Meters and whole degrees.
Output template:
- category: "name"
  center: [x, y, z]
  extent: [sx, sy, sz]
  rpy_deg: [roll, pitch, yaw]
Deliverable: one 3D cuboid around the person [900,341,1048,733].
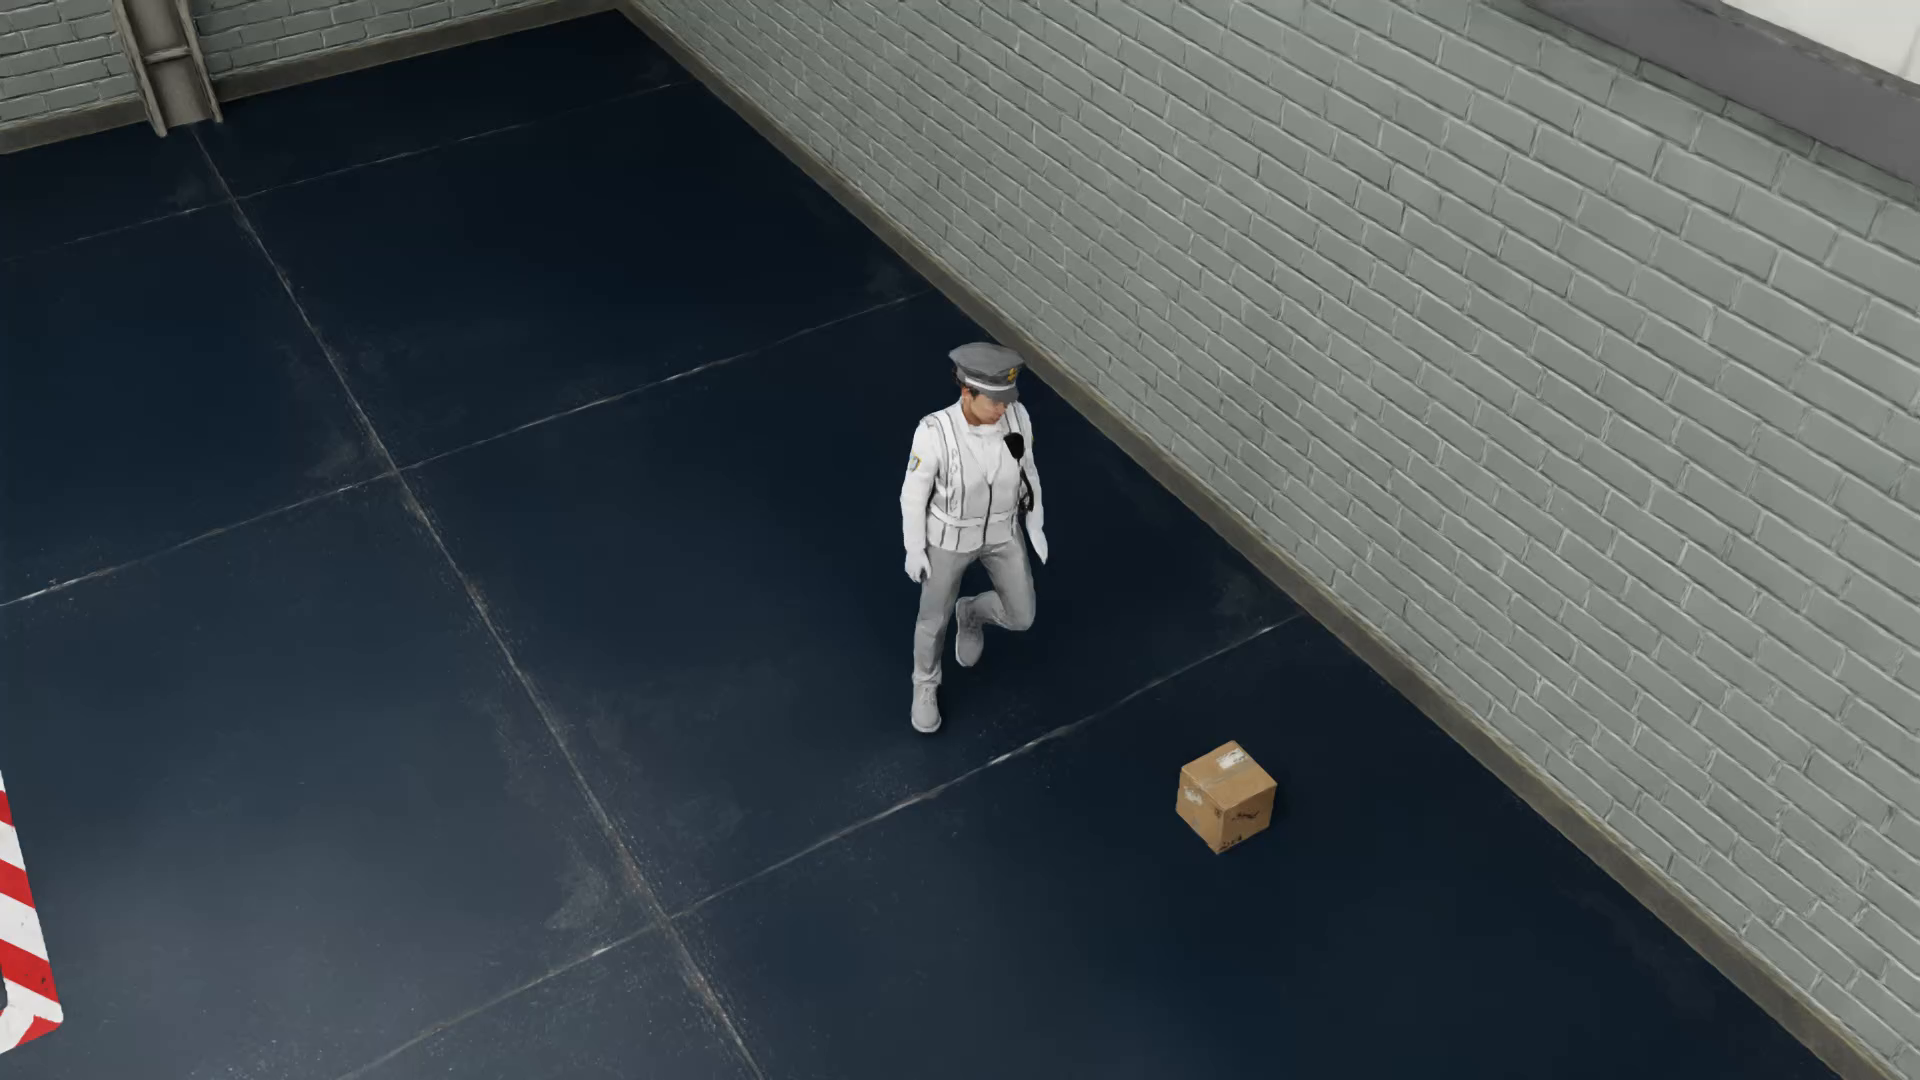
- category: "person"
  center: [0.030, -0.039, 6.175]
  extent: [0.563, 1.661, 0.466]
  rpy_deg: [-14, 43, -16]
